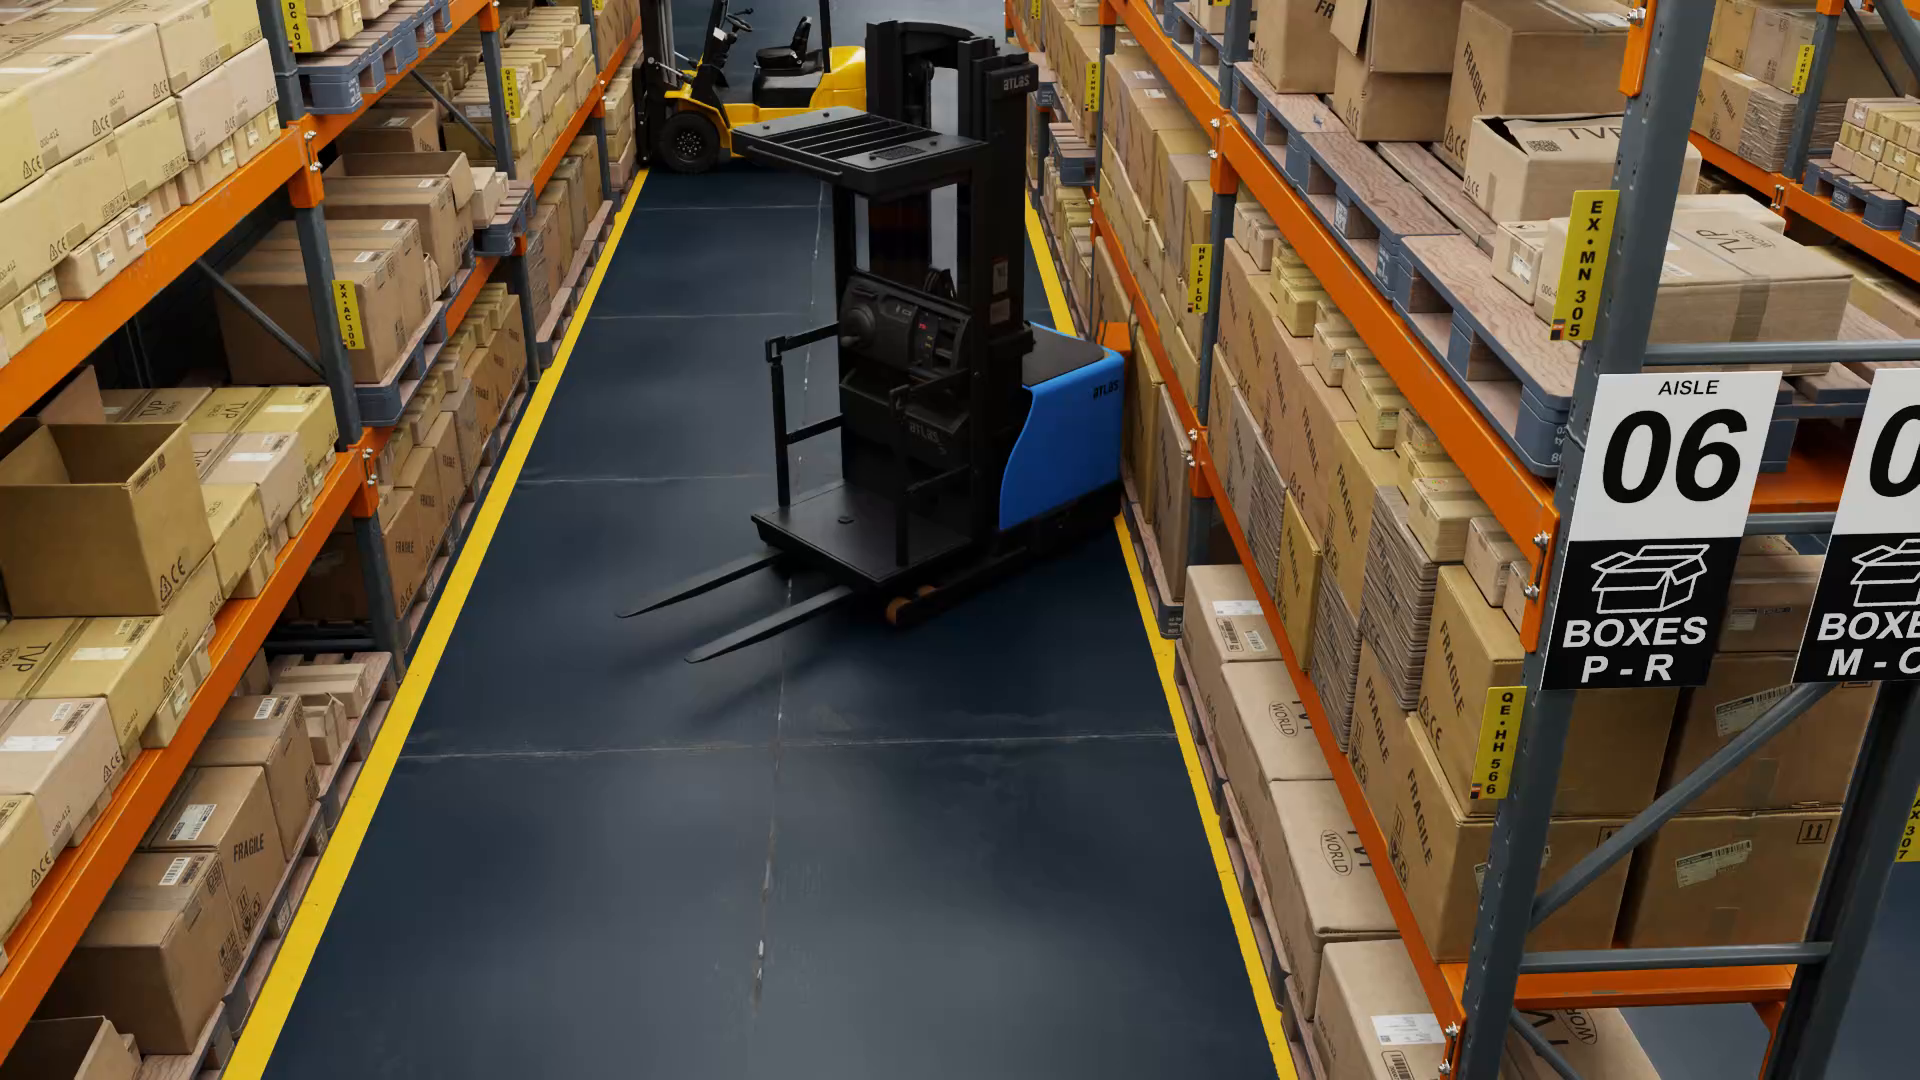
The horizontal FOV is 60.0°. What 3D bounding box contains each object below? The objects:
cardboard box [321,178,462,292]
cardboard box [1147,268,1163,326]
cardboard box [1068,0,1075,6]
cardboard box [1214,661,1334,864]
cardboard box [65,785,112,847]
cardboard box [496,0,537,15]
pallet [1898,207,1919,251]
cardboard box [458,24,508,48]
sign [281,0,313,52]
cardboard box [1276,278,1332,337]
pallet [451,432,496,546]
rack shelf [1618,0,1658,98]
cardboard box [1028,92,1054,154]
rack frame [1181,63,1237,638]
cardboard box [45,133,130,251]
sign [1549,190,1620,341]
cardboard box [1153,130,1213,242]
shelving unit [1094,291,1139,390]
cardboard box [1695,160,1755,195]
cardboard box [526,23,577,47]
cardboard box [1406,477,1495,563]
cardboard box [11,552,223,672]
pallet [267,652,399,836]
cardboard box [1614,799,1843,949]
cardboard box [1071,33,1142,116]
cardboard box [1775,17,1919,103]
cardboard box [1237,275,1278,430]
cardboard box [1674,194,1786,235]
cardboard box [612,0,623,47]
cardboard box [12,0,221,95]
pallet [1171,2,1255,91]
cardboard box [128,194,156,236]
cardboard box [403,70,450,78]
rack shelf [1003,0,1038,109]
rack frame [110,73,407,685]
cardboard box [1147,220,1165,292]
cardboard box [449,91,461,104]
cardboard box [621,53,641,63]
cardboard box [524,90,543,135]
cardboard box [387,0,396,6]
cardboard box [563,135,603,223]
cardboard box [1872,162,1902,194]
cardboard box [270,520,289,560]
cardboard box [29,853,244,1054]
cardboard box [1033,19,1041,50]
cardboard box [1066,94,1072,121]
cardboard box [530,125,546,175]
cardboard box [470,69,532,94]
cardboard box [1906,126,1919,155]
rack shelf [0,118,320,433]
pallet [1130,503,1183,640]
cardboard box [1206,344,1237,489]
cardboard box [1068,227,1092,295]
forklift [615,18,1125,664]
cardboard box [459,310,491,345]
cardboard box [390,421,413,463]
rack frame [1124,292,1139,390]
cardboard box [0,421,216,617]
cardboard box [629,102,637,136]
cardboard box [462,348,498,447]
[{"bbox_3d":[-3.181,-1.679,9.163,0.700,0.500,0.500,-2,28,-3],"label":"cardboard box"},{"bbox_3d":[1.338,-1.343,9.243,0.500,0.250,0.500,-2,28,-4],"label":"cardboard box"},{"bbox_3d":[1.059,-4.359,13.278,0.380,0.149,0.250,0,28,0],"label":"cardboard box"},{"bbox_3d":[1.619,0.916,7.066,0.875,0.438,0.875,-2,28,-4],"label":"cardboard box"},{"bbox_3d":[-2.905,0.827,5.192,0.380,0.149,0.250,-1,28,-1],"label":"cardboard box"},{"bbox_3d":[-4.002,-4.786,14.874,0.380,0.149,0.250,-2,28,-3],"label":"cardboard box"},{"bbox_3d":[6.519,-1.755,10.078,1.003,0.211,1.213,-1,28,-3],"label":"pallet"},{"bbox_3d":[-3.917,-4.119,13.594,0.380,0.149,0.250,-2,28,-3],"label":"cardboard box"},{"bbox_3d":[-2.770,-2.194,6.909,0.100,0.325,0.005,-1,28,-3],"label":"sign"},{"bbox_3d":[1.425,-0.888,6.318,0.380,0.149,0.250,-2,28,-4],"label":"cardboard box"},{"bbox_3d":[-3.458,-0.321,10.137,1.003,0.211,1.213,-1,28,-3],"label":"pallet"},{"bbox_3d":[1.750,-1.979,5.024,1.077,0.370,4.000,-1,28,-3],"label":"rack shelf"},{"bbox_3d":[0.929,-4.000,15.884,0.500,0.500,0.500,-2,28,-3],"label":"cardboard box"},{"bbox_3d":[1.646,-0.739,7.924,1.000,3.000,0.127,-1,28,-3],"label":"rack frame"},{"bbox_3d":[-2.964,-1.087,5.187,0.500,0.250,0.500,-2,28,-3],"label":"cardboard box"},{"bbox_3d":[1.312,-0.573,3.489,0.100,0.325,0.005,-1,28,-3],"label":"sign"},{"bbox_3d":[1.330,-1.901,8.961,0.500,0.500,0.500,-1,28,-1],"label":"cardboard box"},{"bbox_3d":[0.890,-0.972,10.100,0.189,1.200,0.258,2,50,-4],"label":"shelving unit"},{"bbox_3d":[6.384,-2.629,13.525,1.050,0.750,0.750,-1,28,-2],"label":"cardboard box"},{"bbox_3d":[-3.351,-4.140,13.635,0.380,0.149,0.250,-2,28,-4],"label":"cardboard box"},{"bbox_3d":[1.501,-0.062,4.735,0.380,0.149,0.250,-2,28,-3],"label":"cardboard box"},{"bbox_3d":[-2.961,0.246,5.876,0.500,0.250,0.500,-2,28,-4],"label":"cardboard box"},{"bbox_3d":[-3.276,0.936,7.728,1.003,0.211,1.213,-1,28,-3],"label":"pallet"},{"bbox_3d":[2.116,0.835,4.797,0.500,0.500,0.500,-2,28,-3],"label":"cardboard box"},{"bbox_3d":[1.097,-3.391,12.123,0.500,0.500,0.500,-2,28,-3],"label":"cardboard box"},{"bbox_3d":[6.361,-3.448,11.928,0.700,0.500,0.500,-2,28,-3],"label":"cardboard box"},{"bbox_3d":[1.449,-0.768,6.789,0.500,0.500,0.500,-2,28,-3],"label":"cardboard box"},{"bbox_3d":[2.027,-0.849,4.600,0.380,0.149,0.250,0,28,-1],"label":"cardboard box"},{"bbox_3d":[-3.563,-5.042,16.065,0.500,0.500,0.500,-2,28,-3],"label":"cardboard box"},{"bbox_3d":[-3.009,-1.773,5.963,0.500,0.250,0.500,-2,28,-3],"label":"cardboard box"},{"bbox_3d":[1.548,-2.407,8.084,0.805,0.209,1.217,-2,28,-5],"label":"pallet"},{"bbox_3d":[-2.970,-1.086,5.617,0.380,0.149,0.250,-1,28,-2],"label":"cardboard box"},{"bbox_3d":[-3.899,-3.293,12.011,0.380,0.149,0.250,-2,28,-4],"label":"cardboard box"},{"bbox_3d":[1.123,-5.038,16.945,1.077,0.370,4.000,-1,28,-3],"label":"rack shelf"},{"bbox_3d":[-3.311,-0.618,7.691,1.000,3.000,0.127,-1,28,-3],"label":"rack frame"},{"bbox_3d":[1.313,-1.562,9.123,0.500,0.250,0.500,-1,28,-1],"label":"cardboard box"},{"bbox_3d":[-3.849,-3.057,11.989,0.500,0.250,0.500,-1,28,-2],"label":"cardboard box"},{"bbox_3d":[-3.533,-4.896,17.332,0.500,0.250,0.500,-1,28,-2],"label":"cardboard box"},{"bbox_3d":[-3.324,-3.062,11.999,0.500,0.250,0.500,-1,28,-1],"label":"cardboard box"},{"bbox_3d":[-2.985,-2.686,8.122,0.380,0.149,0.250,-2,28,-3],"label":"cardboard box"},{"bbox_3d":[-3.690,-3.205,14.765,0.875,0.625,0.625,0,28,0],"label":"cardboard box"},{"bbox_3d":[6.225,-2.368,10.863,0.380,0.149,0.250,0,28,0],"label":"cardboard box"},{"bbox_3d":[-2.983,-0.004,6.786,0.380,0.149,0.250,-1,28,-1],"label":"cardboard box"},{"bbox_3d":[-3.045,1.471,5.935,0.700,0.500,0.500,0,28,-1],"label":"cardboard box"},{"bbox_3d":[0.956,-4.809,15.297,0.500,0.500,0.500,-2,28,-4],"label":"cardboard box"},{"bbox_3d":[1.007,-3.288,12.627,0.380,0.149,0.250,-1,28,-2],"label":"cardboard box"},{"bbox_3d":[-3.320,-2.842,12.117,0.500,0.250,0.500,-2,28,-4],"label":"cardboard box"},{"bbox_3d":[-3.323,-3.313,12.049,0.380,0.149,0.250,-1,28,-2],"label":"cardboard box"},{"bbox_3d":[6.244,-2.513,10.500,0.380,0.149,0.250,-3,28,-5],"label":"cardboard box"},{"bbox_3d":[-3.207,-0.705,5.393,1.077,0.370,4.000,-1,28,-3],"label":"rack shelf"},{"bbox_3d":[1.530,0.143,9.248,1.003,0.211,1.213,-1,28,-3],"label":"pallet"},{"bbox_3d":[1.409,-0.561,7.473,0.500,0.500,0.500,-1,28,-1],"label":"cardboard box"},{"bbox_3d":[1.371,-2.209,13.130,0.950,0.372,0.625,-2,28,-4],"label":"cardboard box"},{"bbox_3d":[-0.454,-1.098,8.685,3.031,2.935,1.130,-24,36,-38],"label":"forklift"},{"bbox_3d":[-3.226,-1.361,10.662,0.380,0.149,0.250,-2,28,-4],"label":"cardboard box"},{"bbox_3d":[-3.208,-0.526,9.062,0.380,0.149,0.250,-2,28,-4],"label":"cardboard box"},{"bbox_3d":[0.981,-0.969,10.107,0.006,1.200,0.240,2,50,-4],"label":"rack frame"},{"bbox_3d":[-2.936,-0.077,5.684,0.500,0.500,0.500,-1,28,-1],"label":"cardboard box"},{"bbox_3d":[-3.489,-4.197,16.532,0.500,0.250,0.500,-2,28,-3],"label":"cardboard box"},{"bbox_3d":[-3.238,-0.880,10.442,0.500,0.500,0.500,0,28,0],"label":"cardboard box"}]
